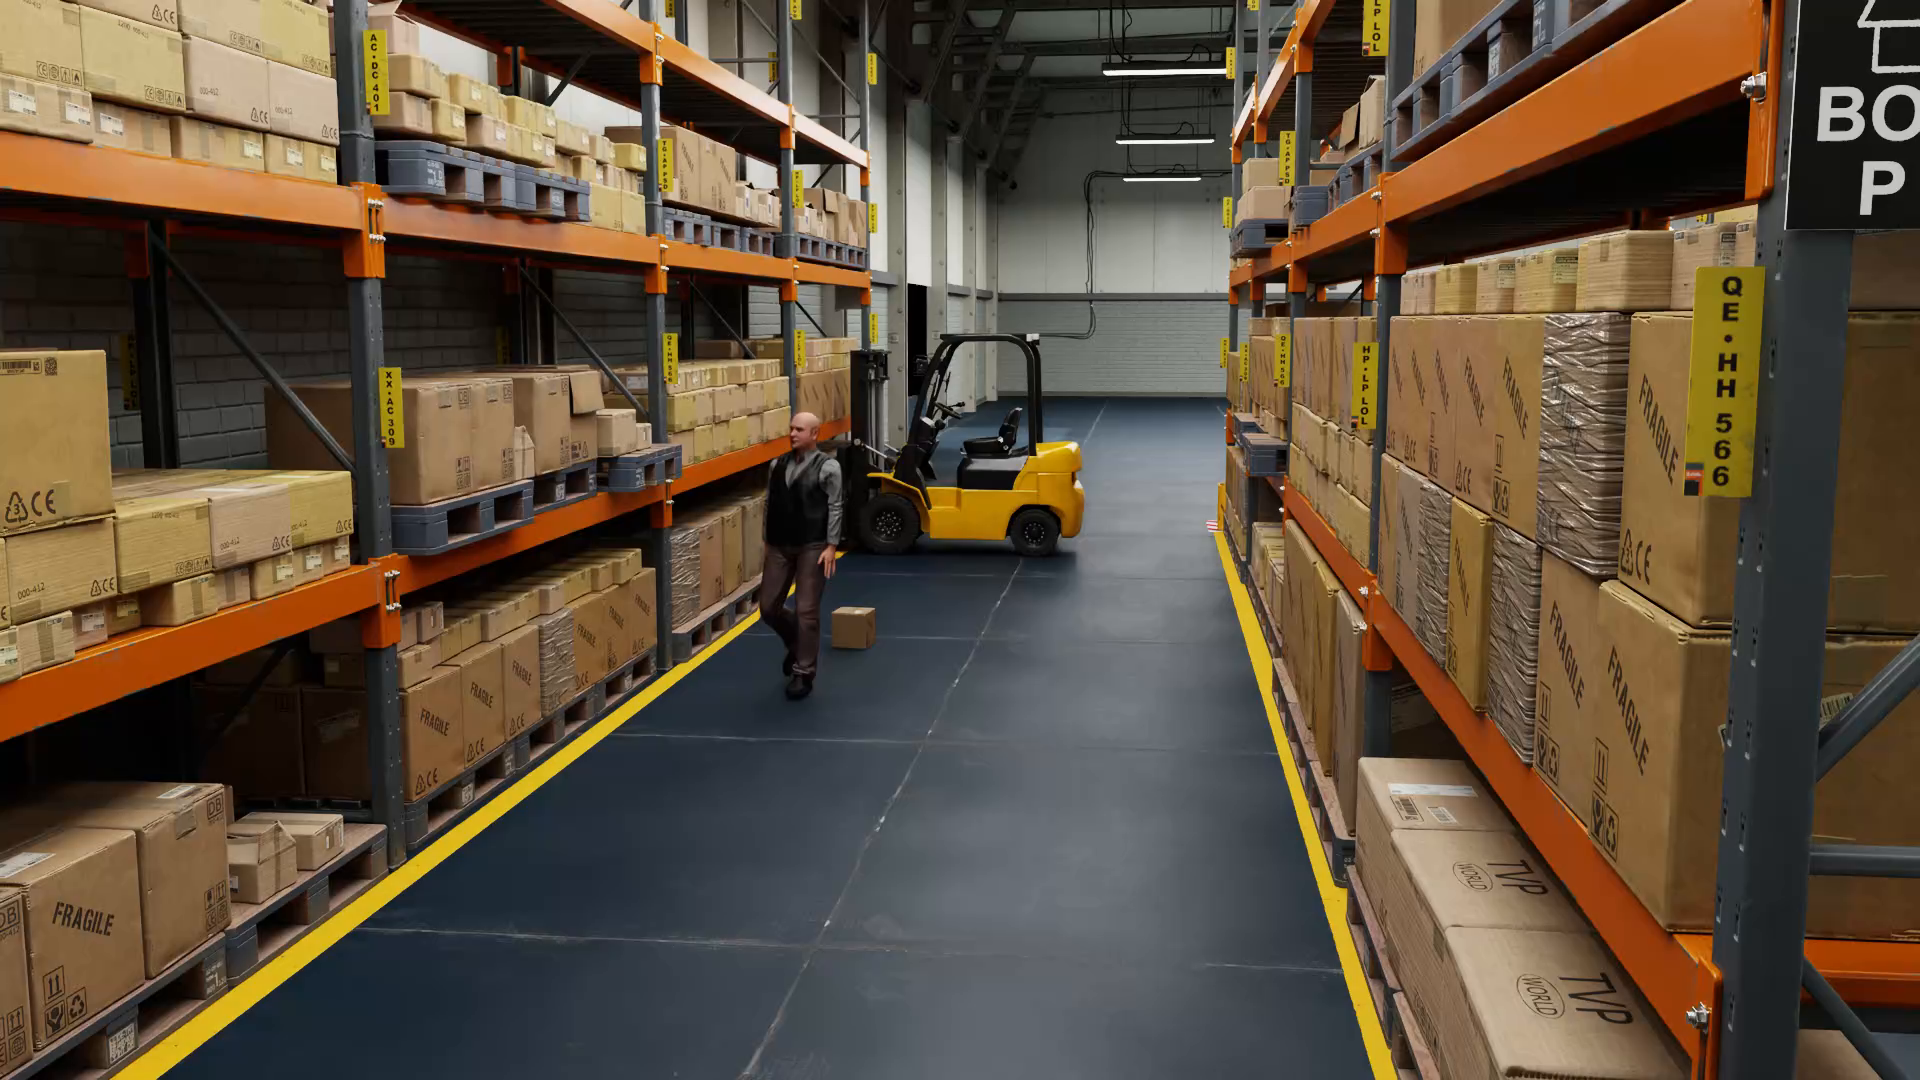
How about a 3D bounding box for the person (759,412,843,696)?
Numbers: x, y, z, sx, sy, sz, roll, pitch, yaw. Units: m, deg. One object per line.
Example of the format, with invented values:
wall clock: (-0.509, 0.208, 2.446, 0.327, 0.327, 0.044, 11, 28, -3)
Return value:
person: (-1.009, 0.066, 10.326, 0.554, 1.709, 0.662, 3, 8, 23)
